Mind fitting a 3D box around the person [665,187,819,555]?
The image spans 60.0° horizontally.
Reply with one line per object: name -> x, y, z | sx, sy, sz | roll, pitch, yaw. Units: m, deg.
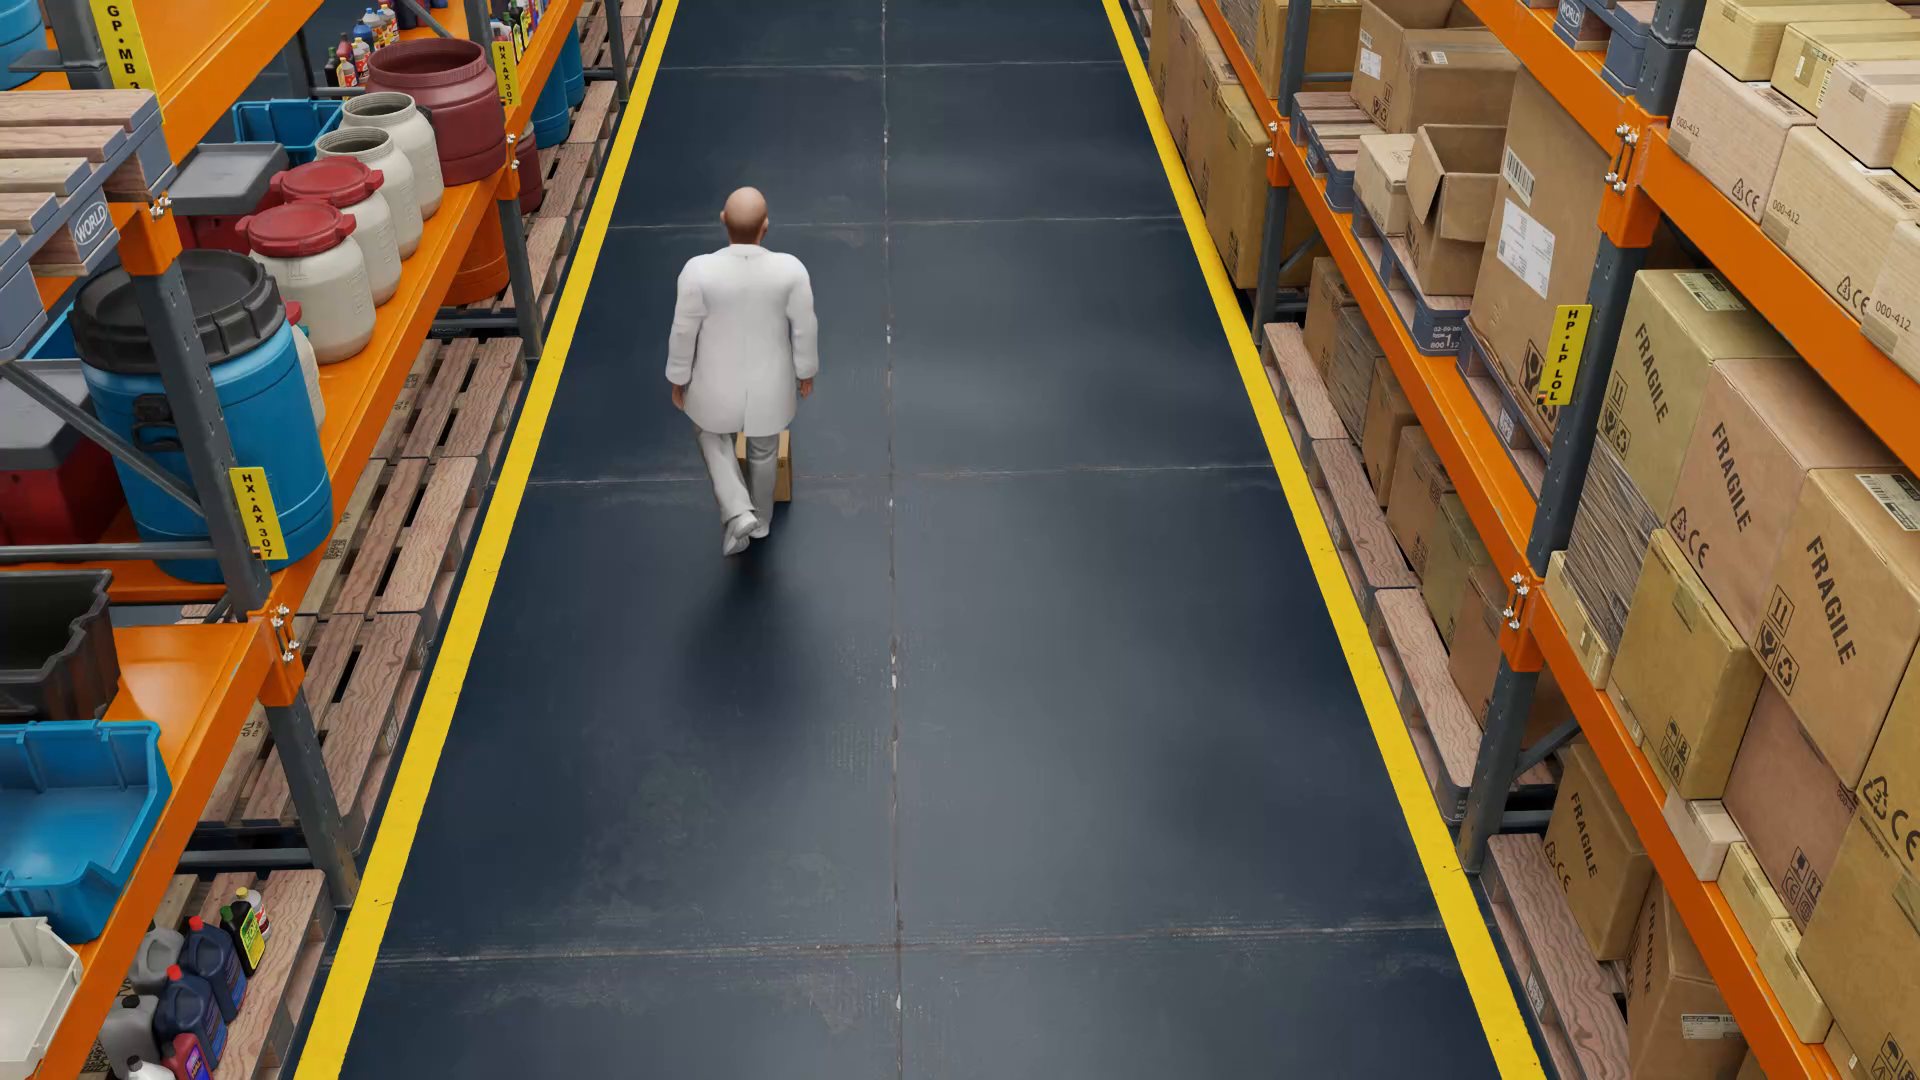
person -> -0.945, -0.738, 7.212 | 0.657, 1.767, 0.691 | -7, 35, -9
